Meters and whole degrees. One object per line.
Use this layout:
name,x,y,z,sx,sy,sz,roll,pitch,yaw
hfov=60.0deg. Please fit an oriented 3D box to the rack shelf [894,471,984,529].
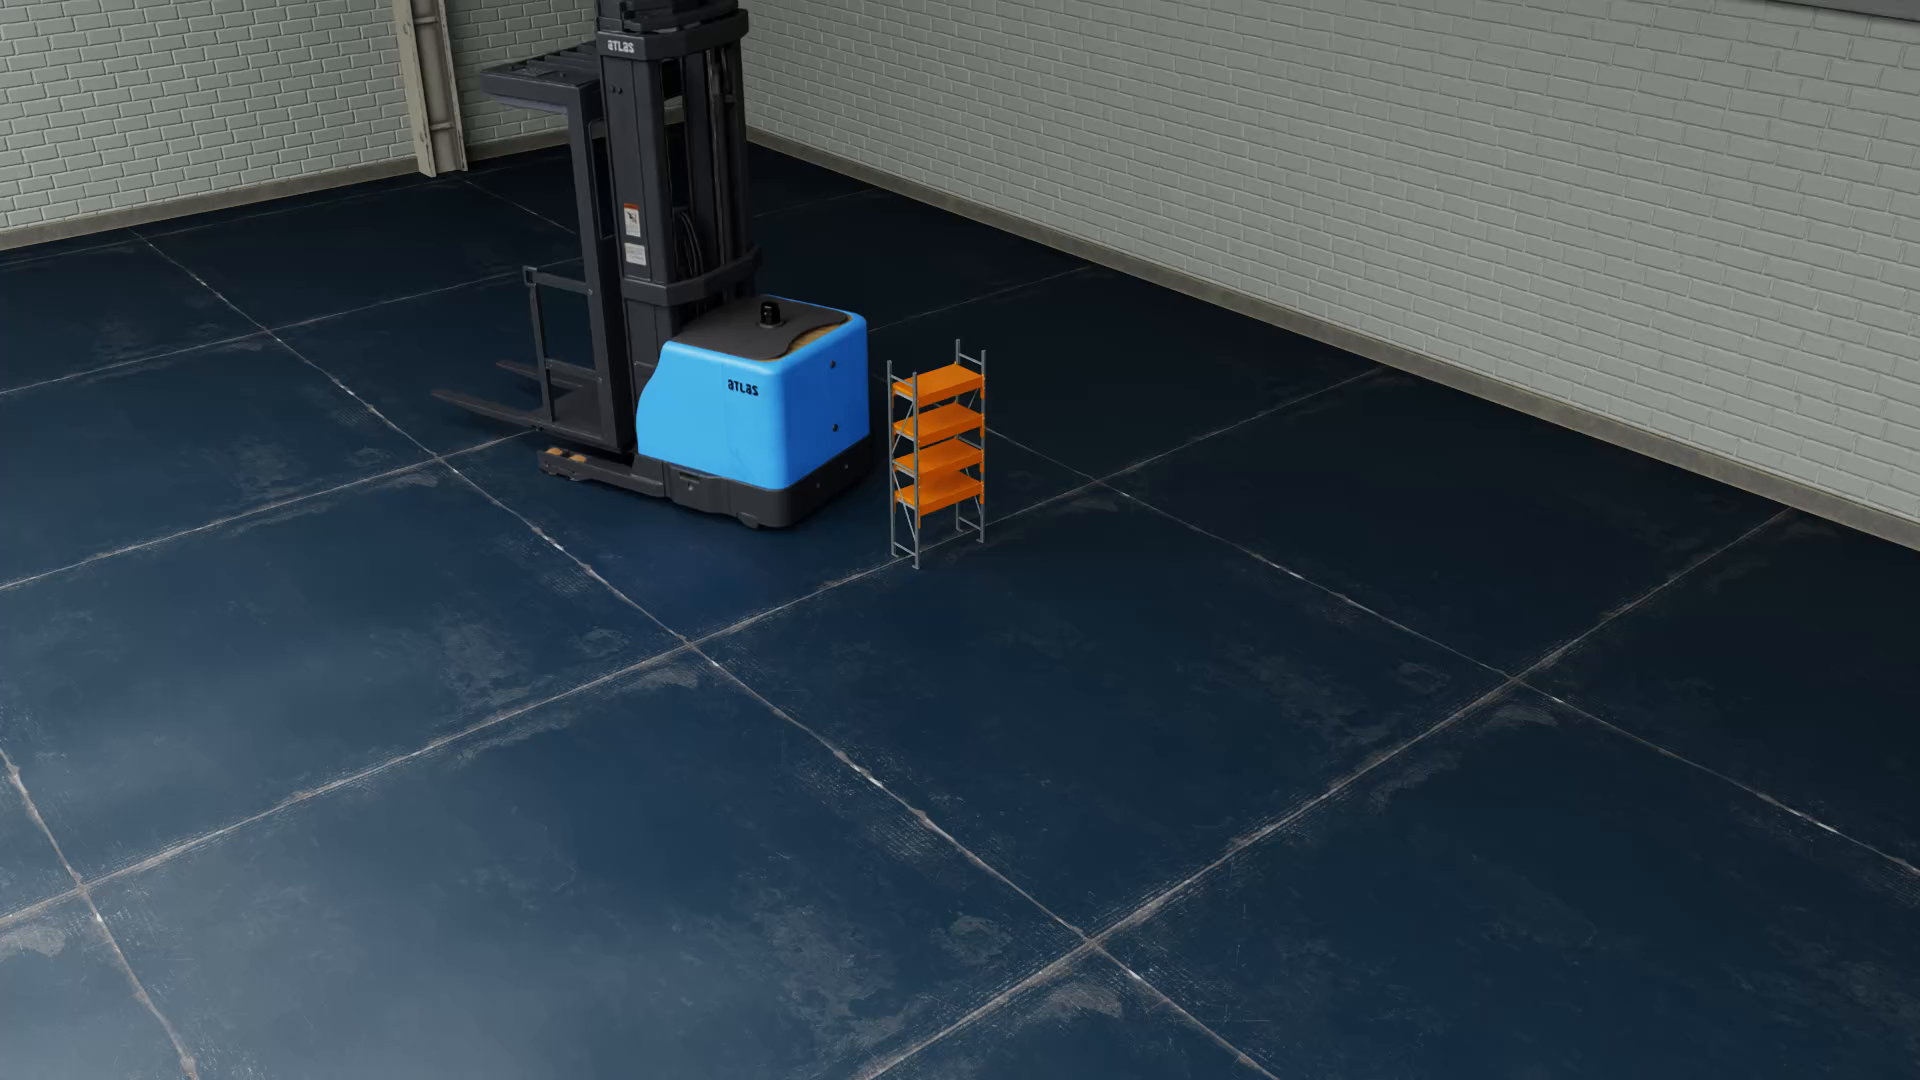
rack shelf,-0.126,-0.244,9.498,0.480,0.148,0.258,-22,35,-35

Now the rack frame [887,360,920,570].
rack frame,-0.312,-0.404,9.233,0.015,1.200,0.240,-22,35,-35

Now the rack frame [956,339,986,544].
rack frame,0.060,-0.553,9.512,0.015,1.200,0.240,-22,35,-35

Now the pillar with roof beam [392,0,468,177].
pillar with roof beam,-2.393,-6.136,11.684,0.400,9.000,9.100,-22,35,-35

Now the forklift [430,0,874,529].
forklift,-2.076,-1.857,10.116,3.031,2.935,1.130,15,32,26

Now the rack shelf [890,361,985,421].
rack shelf,-0.126,-0.825,9.187,0.480,0.148,0.258,-22,35,-35

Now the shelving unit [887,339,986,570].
shelving unit,-0.126,-0.479,9.372,0.503,1.200,0.258,-22,35,-35

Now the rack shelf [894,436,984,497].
rack shelf,-0.126,-0.419,9.404,0.480,0.148,0.258,-22,35,-35

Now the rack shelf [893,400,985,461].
rack shelf,-0.126,-0.616,9.299,0.480,0.148,0.258,-22,35,-35
